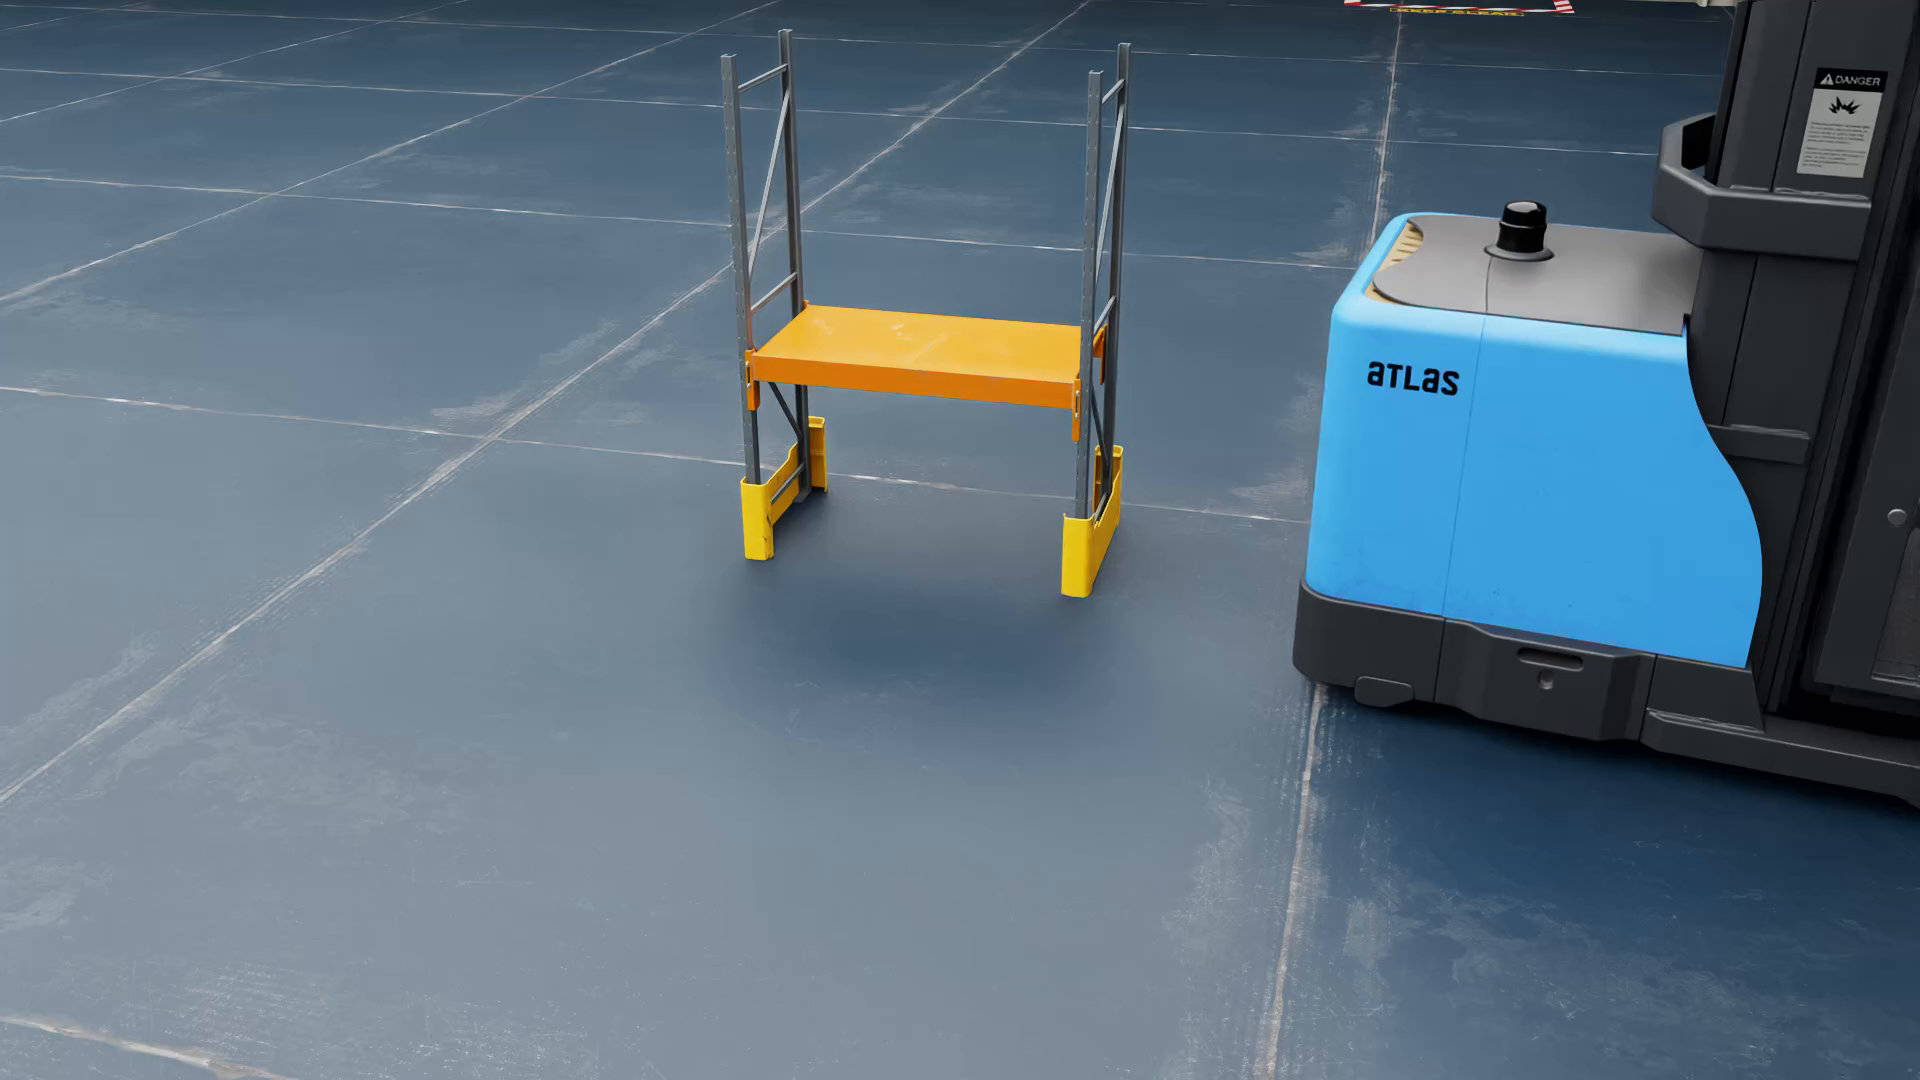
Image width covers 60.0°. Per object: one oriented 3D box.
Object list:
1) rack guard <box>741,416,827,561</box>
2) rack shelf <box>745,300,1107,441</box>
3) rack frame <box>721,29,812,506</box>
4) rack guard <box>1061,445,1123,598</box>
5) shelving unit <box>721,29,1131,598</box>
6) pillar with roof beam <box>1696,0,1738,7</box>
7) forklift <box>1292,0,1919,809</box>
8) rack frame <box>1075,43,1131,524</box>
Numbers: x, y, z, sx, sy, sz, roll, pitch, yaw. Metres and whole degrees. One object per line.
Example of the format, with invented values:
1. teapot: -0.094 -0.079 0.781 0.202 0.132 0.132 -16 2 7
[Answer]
1. rack guard: -0.556 -0.174 5.325 0.087 0.250 0.587 6 26 13
2. rack shelf: -0.083 -0.524 5.024 1.000 0.185 0.538 6 26 13
3. rack frame: -0.575 -0.741 5.061 0.032 1.500 0.500 6 26 13
4. rack guard: 0.408 -0.068 5.101 0.087 0.250 0.587 6 26 13
5. shelving unit: -0.074 -0.685 4.945 1.083 1.500 0.587 6 26 13
6. pillar with roof beam: 6.332 -7.485 10.503 0.400 9.000 9.100 6 26 13
7. forklift: 2.448 -0.872 3.672 3.031 2.935 1.130 10 27 20
8. rack frame: 0.410 -0.632 4.832 0.032 1.500 0.500 6 26 13
